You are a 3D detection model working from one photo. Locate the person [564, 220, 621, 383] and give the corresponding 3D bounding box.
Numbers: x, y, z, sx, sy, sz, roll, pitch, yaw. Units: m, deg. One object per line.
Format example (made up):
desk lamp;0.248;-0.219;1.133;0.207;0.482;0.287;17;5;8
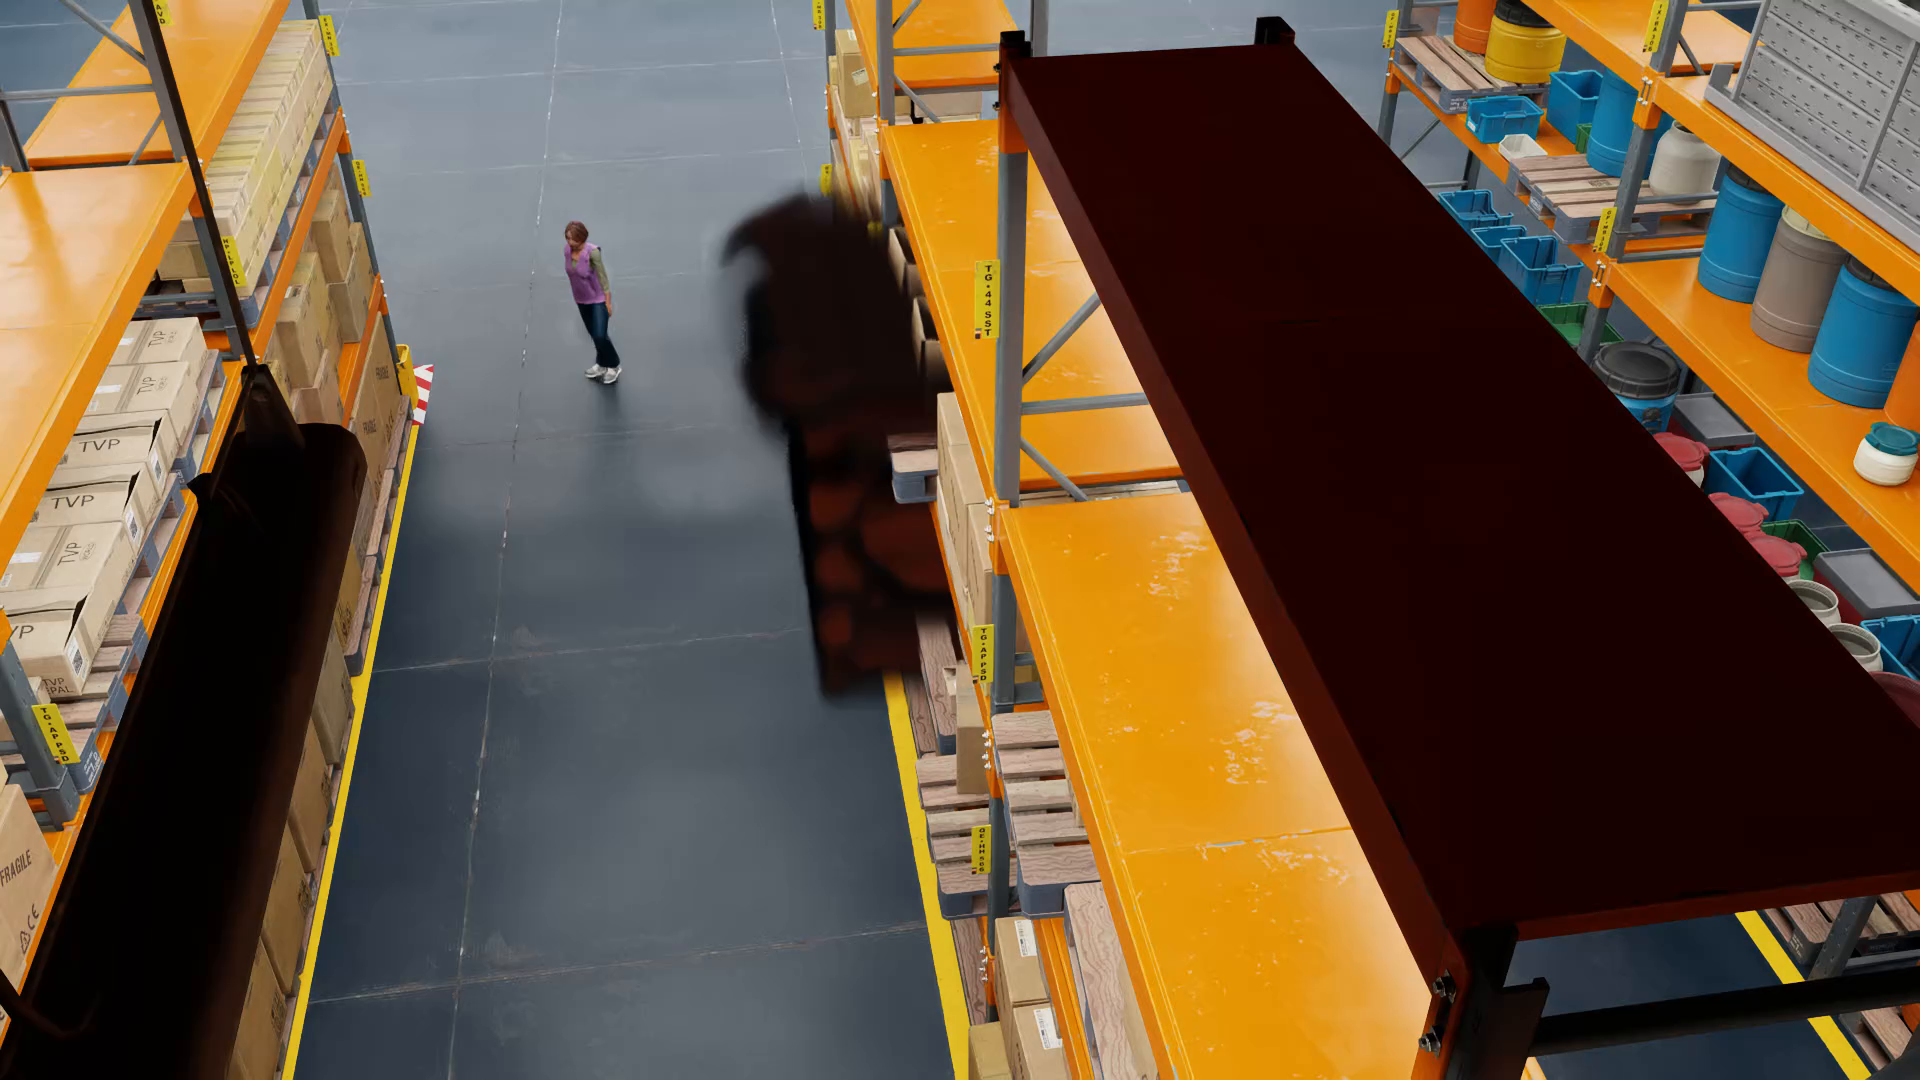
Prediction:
person;-3.354;-2.166;15.051;0.493;1.599;0.353;20;41;25
